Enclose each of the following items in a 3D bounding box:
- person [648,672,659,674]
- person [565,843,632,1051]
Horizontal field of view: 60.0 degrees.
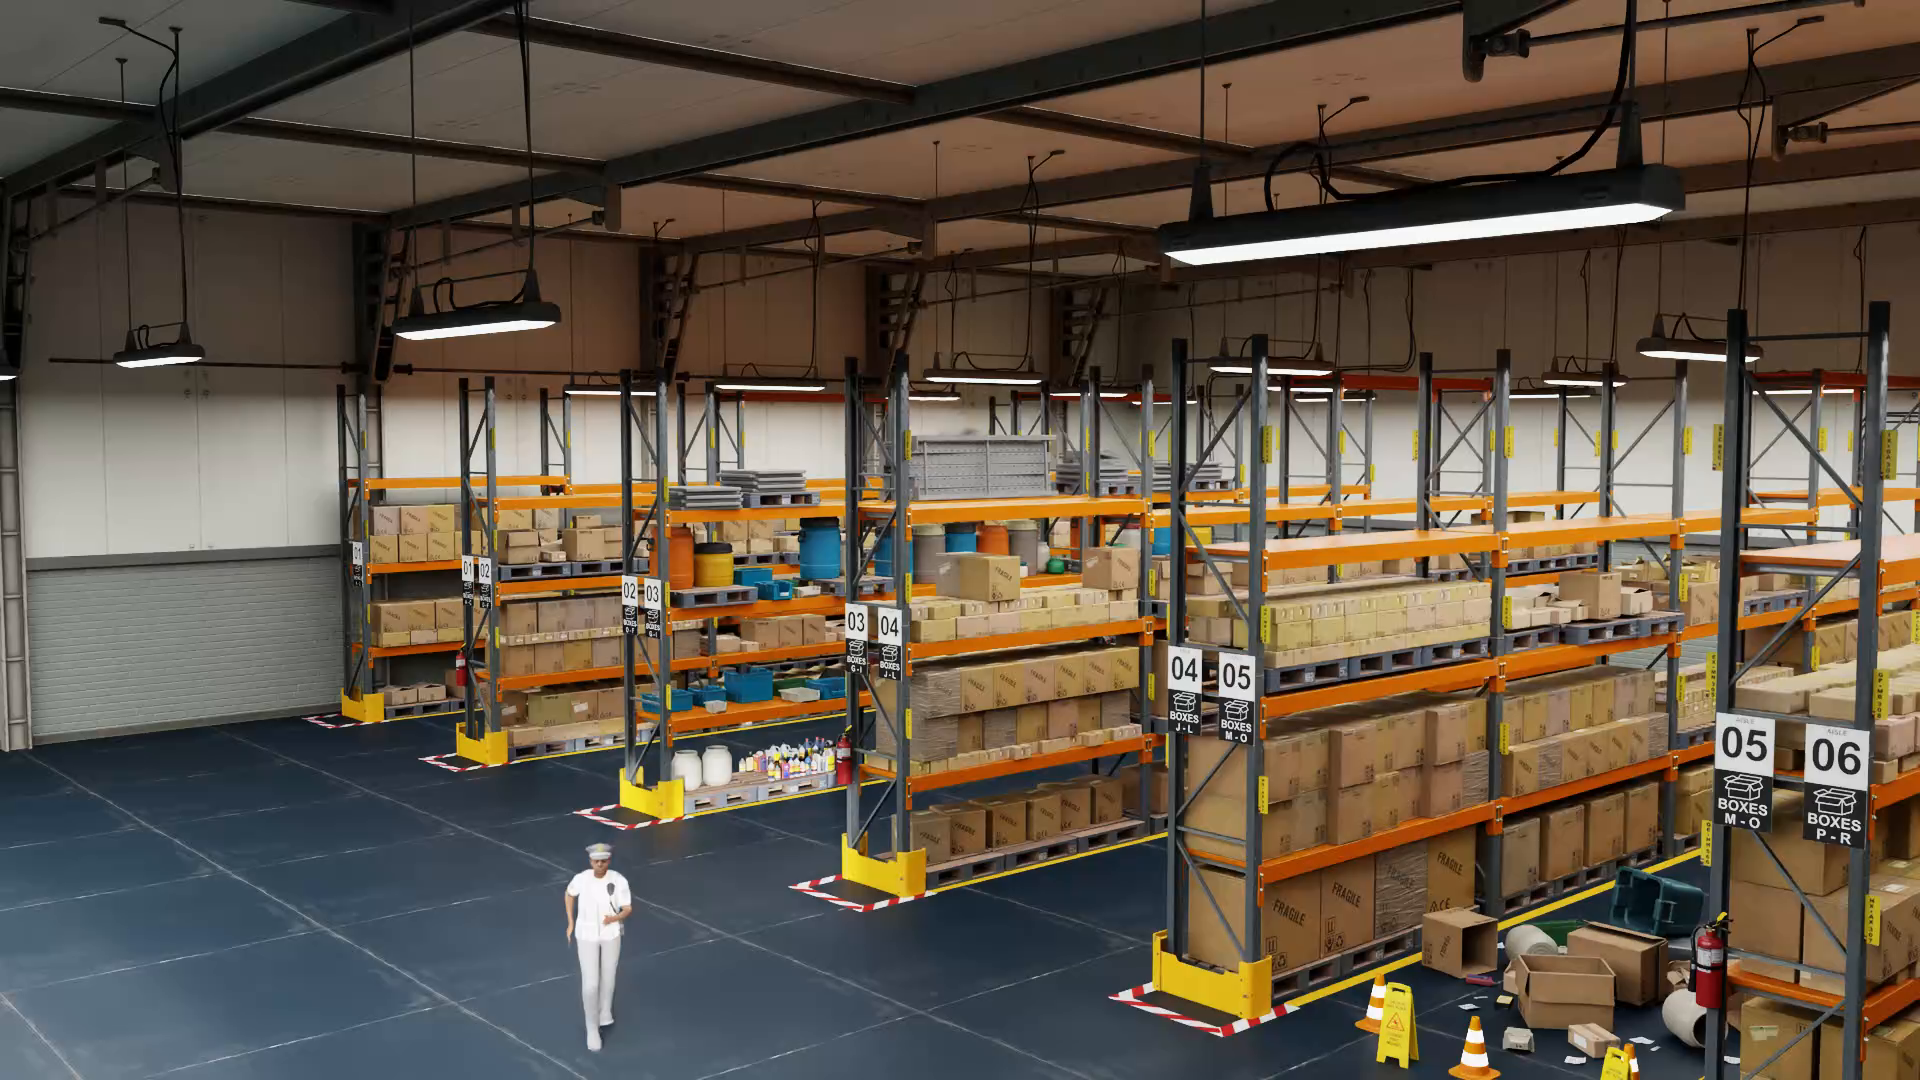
[{"bbox_3d":[-5.641,2.390,30.575,0.542,1.561,0.570,4,5,43],"label":"person"},{"bbox_3d":[-3.050,3.402,14.074,0.537,1.746,0.827,-1,4,-16],"label":"person"}]
